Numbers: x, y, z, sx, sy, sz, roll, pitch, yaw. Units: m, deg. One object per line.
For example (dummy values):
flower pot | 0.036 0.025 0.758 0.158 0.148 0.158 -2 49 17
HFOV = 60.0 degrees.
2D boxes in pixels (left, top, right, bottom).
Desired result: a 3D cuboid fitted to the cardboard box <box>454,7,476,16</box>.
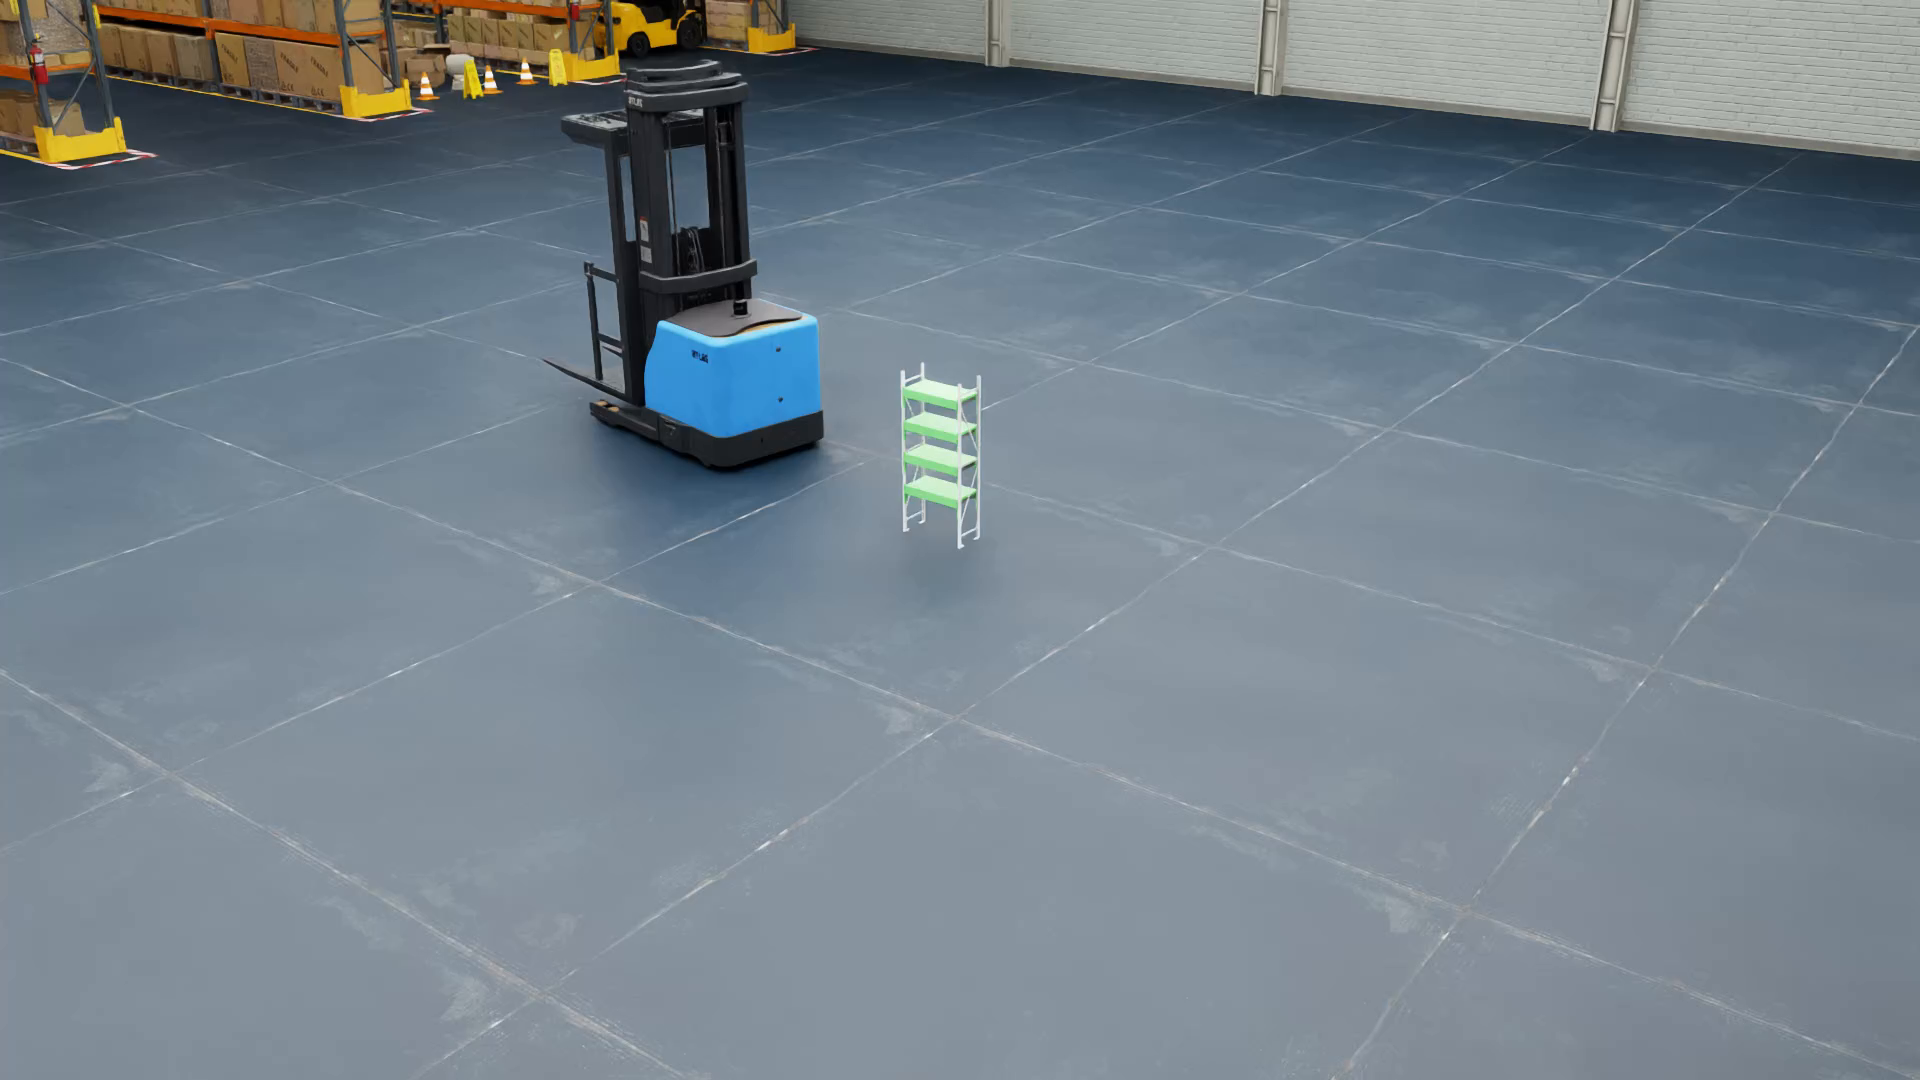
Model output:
cardboard box | -9.830 -10.518 33.056 0.250 0.149 0.380 17 29 34

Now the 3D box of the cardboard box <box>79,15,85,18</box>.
cardboard box | -17.408 -10.160 32.739 0.500 0.250 0.500 17 29 34

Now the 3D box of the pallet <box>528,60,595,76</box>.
pallet | -7.693 -9.206 32.383 1.213 0.211 1.003 17 29 33

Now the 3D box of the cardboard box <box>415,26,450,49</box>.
cardboard box | -10.625 -10.339 34.234 0.625 0.372 0.950 17 29 34

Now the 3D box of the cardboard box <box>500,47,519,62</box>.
cardboard box | -8.643 -9.551 32.597 0.500 0.250 0.500 16 28 31

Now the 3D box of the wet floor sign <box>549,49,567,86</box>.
wet floor sign | -7.493 -8.788 30.894 0.267 0.644 0.232 -15 28 -30

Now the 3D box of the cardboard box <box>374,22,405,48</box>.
cardboard box | -11.247 -9.845 32.534 0.500 0.500 0.500 17 29 33

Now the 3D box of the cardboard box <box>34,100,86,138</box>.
cardboard box | -13.436 -6.264 24.825 0.500 0.500 0.500 -20 31 -38

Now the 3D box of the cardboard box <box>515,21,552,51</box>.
cardboard box | -8.220 -9.768 32.159 0.500 0.500 0.500 18 30 35

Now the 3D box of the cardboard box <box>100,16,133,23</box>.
cardboard box | -16.699 -10.206 32.842 0.500 0.250 0.500 15 28 31

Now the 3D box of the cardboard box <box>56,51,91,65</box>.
cardboard box | -13.032 -7.090 24.432 0.250 0.149 0.380 17 29 33

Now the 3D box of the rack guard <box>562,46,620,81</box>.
rack guard | -7.064 -9.131 31.853 0.348 0.500 1.175 17 29 33

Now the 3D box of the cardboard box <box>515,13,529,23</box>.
cardboard box | -8.334 -10.069 32.037 0.250 0.149 0.380 17 29 34

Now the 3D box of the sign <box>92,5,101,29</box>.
sign | -12.621 -7.630 24.274 0.005 0.325 0.100 17 29 33

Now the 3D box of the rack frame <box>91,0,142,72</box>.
rack frame | -16.292 -10.569 32.018 0.127 3.000 1.000 17 29 33

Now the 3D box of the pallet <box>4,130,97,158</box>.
pallet | -13.636 -6.009 25.126 1.213 0.211 1.003 17 29 33

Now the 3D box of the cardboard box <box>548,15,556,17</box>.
cardboard box | -9.412 -12.588 39.024 0.625 0.625 0.875 18 29 35

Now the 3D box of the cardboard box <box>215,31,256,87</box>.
cardboard box | -12.630 -8.647 29.770 0.875 0.875 0.875 17 29 34

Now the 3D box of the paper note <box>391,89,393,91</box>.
paper note | -10.393 -8.235 30.427 0.032 0.001 0.123 -10 26 -21

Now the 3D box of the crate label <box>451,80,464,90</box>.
crate label | -9.181 -8.364 30.563 0.298 0.136 0.250 3 24 6

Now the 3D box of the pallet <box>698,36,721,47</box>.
pallet | -5.638 -11.049 36.566 1.213 0.211 1.003 17 29 33

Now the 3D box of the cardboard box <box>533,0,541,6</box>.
cardboard box | -7.892 -10.257 31.621 0.250 0.149 0.380 16 29 32

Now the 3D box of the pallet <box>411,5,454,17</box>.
pallet | -12.958 -13.300 41.674 1.213 0.211 1.003 17 29 33

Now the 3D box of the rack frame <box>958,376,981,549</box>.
rack frame | 0.063 -0.530 11.465 0.015 1.200 0.240 17 29 33

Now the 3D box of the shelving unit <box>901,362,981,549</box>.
shelving unit | -0.132 -0.589 11.599 0.503 1.200 0.258 17 29 33

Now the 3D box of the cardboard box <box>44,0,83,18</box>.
cardboard box | -13.223 -7.919 24.270 0.500 0.500 0.500 17 29 33

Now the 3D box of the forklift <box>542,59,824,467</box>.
forklift | -2.473 -2.413 13.592 1.130 2.935 3.031 -21 31 -39

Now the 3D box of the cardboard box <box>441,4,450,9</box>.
cardboard box | -12.550 -13.371 40.957 0.500 0.500 0.500 16 28 32

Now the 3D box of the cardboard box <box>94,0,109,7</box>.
cardboard box | -16.095 -10.419 31.554 0.500 0.500 0.500 17 29 34

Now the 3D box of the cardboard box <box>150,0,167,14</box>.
cardboard box | -14.478 -9.932 30.448 0.500 0.500 0.500 17 29 34

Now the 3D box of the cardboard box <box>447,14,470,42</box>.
cardboard box | -9.894 -10.271 33.300 0.500 0.500 0.500 18 30 36

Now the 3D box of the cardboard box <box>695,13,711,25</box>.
cardboard box | -5.427 -11.281 35.903 0.500 0.250 0.500 16 28 32

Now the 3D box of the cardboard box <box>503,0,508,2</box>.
cardboard box | -8.642 -10.539 32.260 0.250 0.149 0.380 17 29 33

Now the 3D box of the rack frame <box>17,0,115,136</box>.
rack frame | -12.947 -7.059 24.051 0.127 3.000 1.000 17 29 33

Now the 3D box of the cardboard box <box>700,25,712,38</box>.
cardboard box | -5.382 -11.051 36.002 0.500 0.250 0.500 17 29 34

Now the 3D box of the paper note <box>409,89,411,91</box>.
paper note | -10.094 -8.192 30.307 0.144 0.017 0.142 -15 28 -30

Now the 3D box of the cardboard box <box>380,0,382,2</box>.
cardboard box | -14.539 -13.828 42.283 0.258 0.266 0.396 18 30 35

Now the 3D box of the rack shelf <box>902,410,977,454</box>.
rack shelf | -0.132 -0.750 11.528 0.480 0.148 0.258 17 29 33

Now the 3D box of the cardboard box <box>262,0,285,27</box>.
cardboard box | -11.490 -9.195 28.713 0.500 0.550 0.875 17 29 33

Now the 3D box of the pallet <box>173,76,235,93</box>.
pallet | -13.754 -8.488 30.753 1.213 0.211 1.003 17 29 33

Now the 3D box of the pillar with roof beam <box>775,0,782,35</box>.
pillar with roof beam | -6.628 -13.674 31.624 0.400 9.000 9.100 17 29 33

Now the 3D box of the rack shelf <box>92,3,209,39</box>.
rack shelf | -14.692 -9.756 31.065 4.000 0.370 1.077 17 29 33

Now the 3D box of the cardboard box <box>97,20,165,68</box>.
cardboard box | -15.859 -9.556 31.987 0.750 0.750 1.050 16 29 33

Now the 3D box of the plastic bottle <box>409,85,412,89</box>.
plastic bottle | -10.242 -8.334 30.590 0.283 0.061 0.133 7 25 15

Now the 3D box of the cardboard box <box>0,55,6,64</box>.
cardboard box | -13.920 -7.116 24.492 0.250 0.149 0.380 17 29 33

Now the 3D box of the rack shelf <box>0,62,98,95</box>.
rack shelf | -14.547 -7.213 25.293 4.000 0.370 1.077 17 29 33
